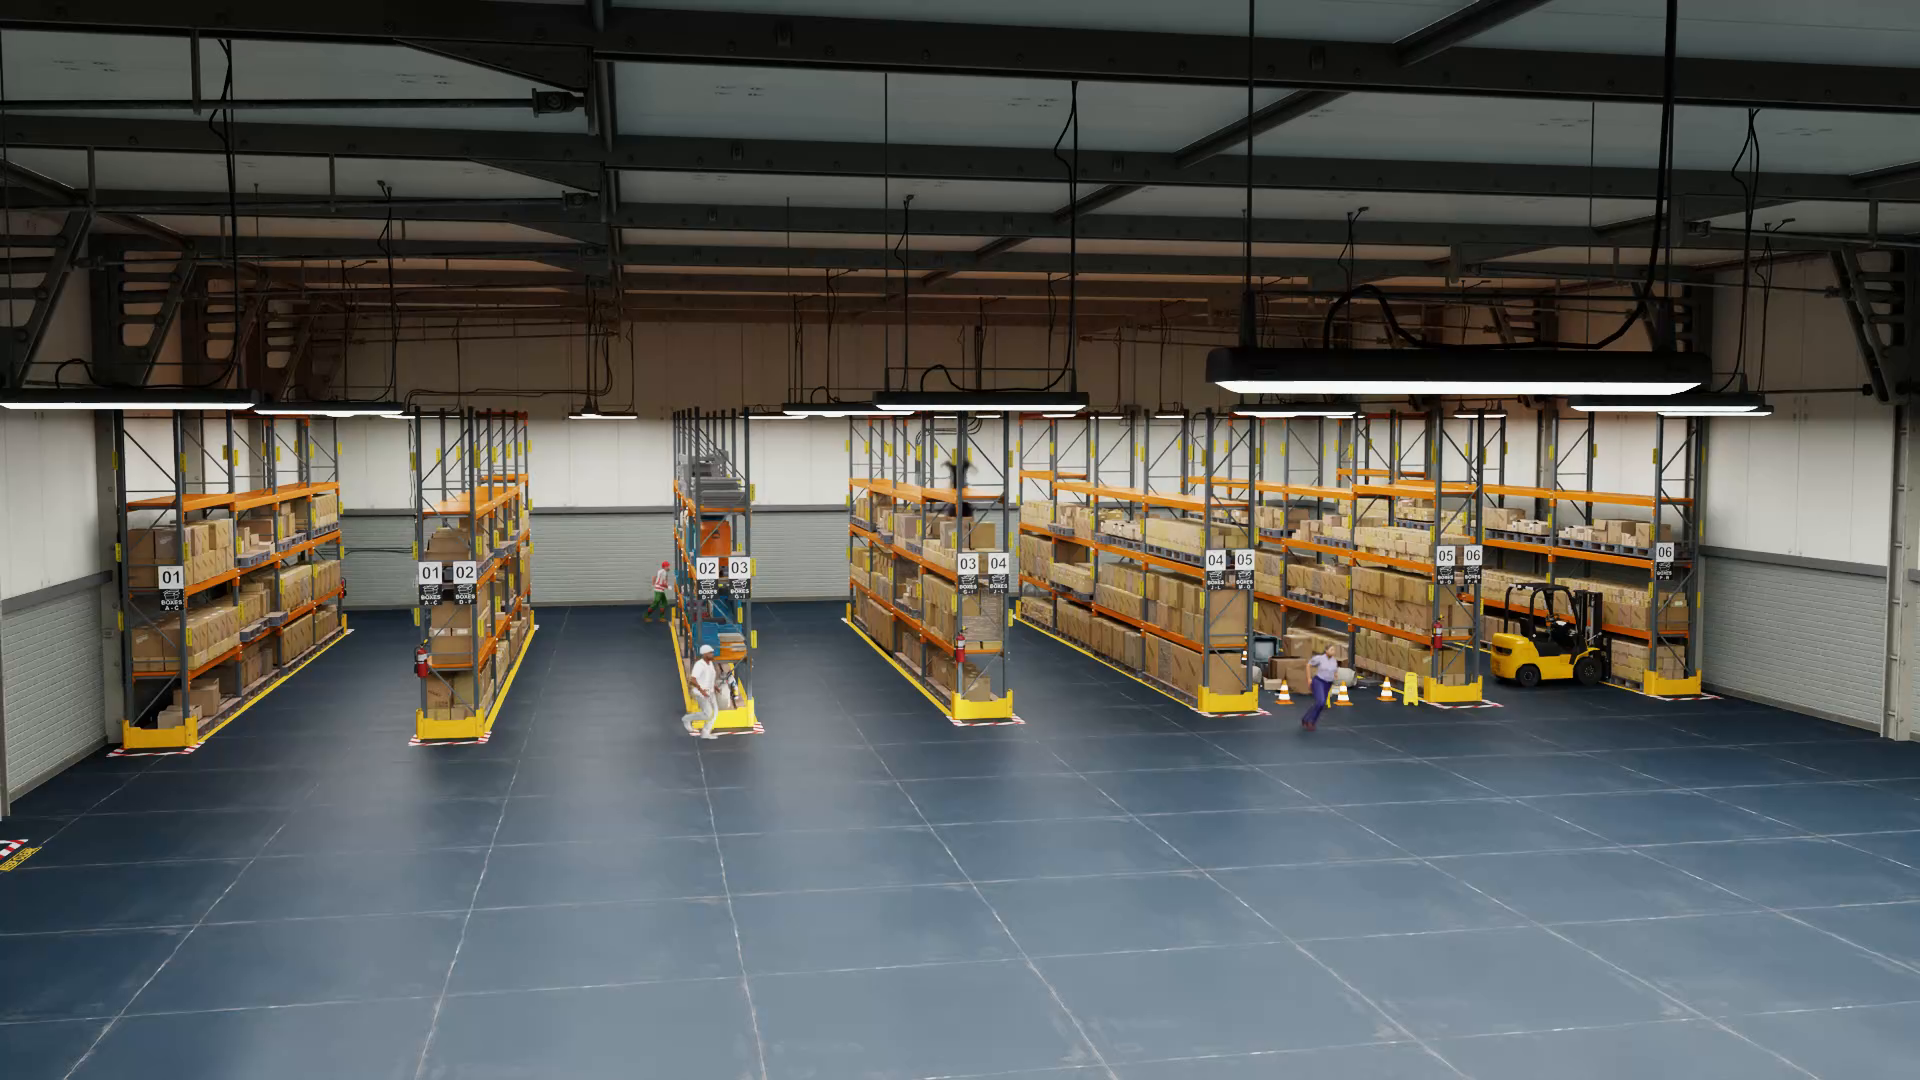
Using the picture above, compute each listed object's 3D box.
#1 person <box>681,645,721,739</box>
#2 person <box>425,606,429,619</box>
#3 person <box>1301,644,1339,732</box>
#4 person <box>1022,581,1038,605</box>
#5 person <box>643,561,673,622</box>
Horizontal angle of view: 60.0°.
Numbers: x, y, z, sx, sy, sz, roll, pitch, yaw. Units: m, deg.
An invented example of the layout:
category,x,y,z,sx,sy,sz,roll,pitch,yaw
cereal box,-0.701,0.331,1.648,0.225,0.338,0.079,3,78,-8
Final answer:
category,x,y,z,sx,sy,sz,roll,pitch,yaw
person,-4.675,2.740,29.990,0.658,1.709,0.684,2,4,20
person,-15.119,1.511,47.728,0.861,1.599,0.530,1,4,17
person,6.676,2.720,30.864,0.777,1.585,0.745,-3,5,-33
person,2.257,1.186,51.597,0.669,1.794,0.669,3,5,35
person,-8.628,1.492,47.460,0.897,1.754,0.660,-1,4,-15
